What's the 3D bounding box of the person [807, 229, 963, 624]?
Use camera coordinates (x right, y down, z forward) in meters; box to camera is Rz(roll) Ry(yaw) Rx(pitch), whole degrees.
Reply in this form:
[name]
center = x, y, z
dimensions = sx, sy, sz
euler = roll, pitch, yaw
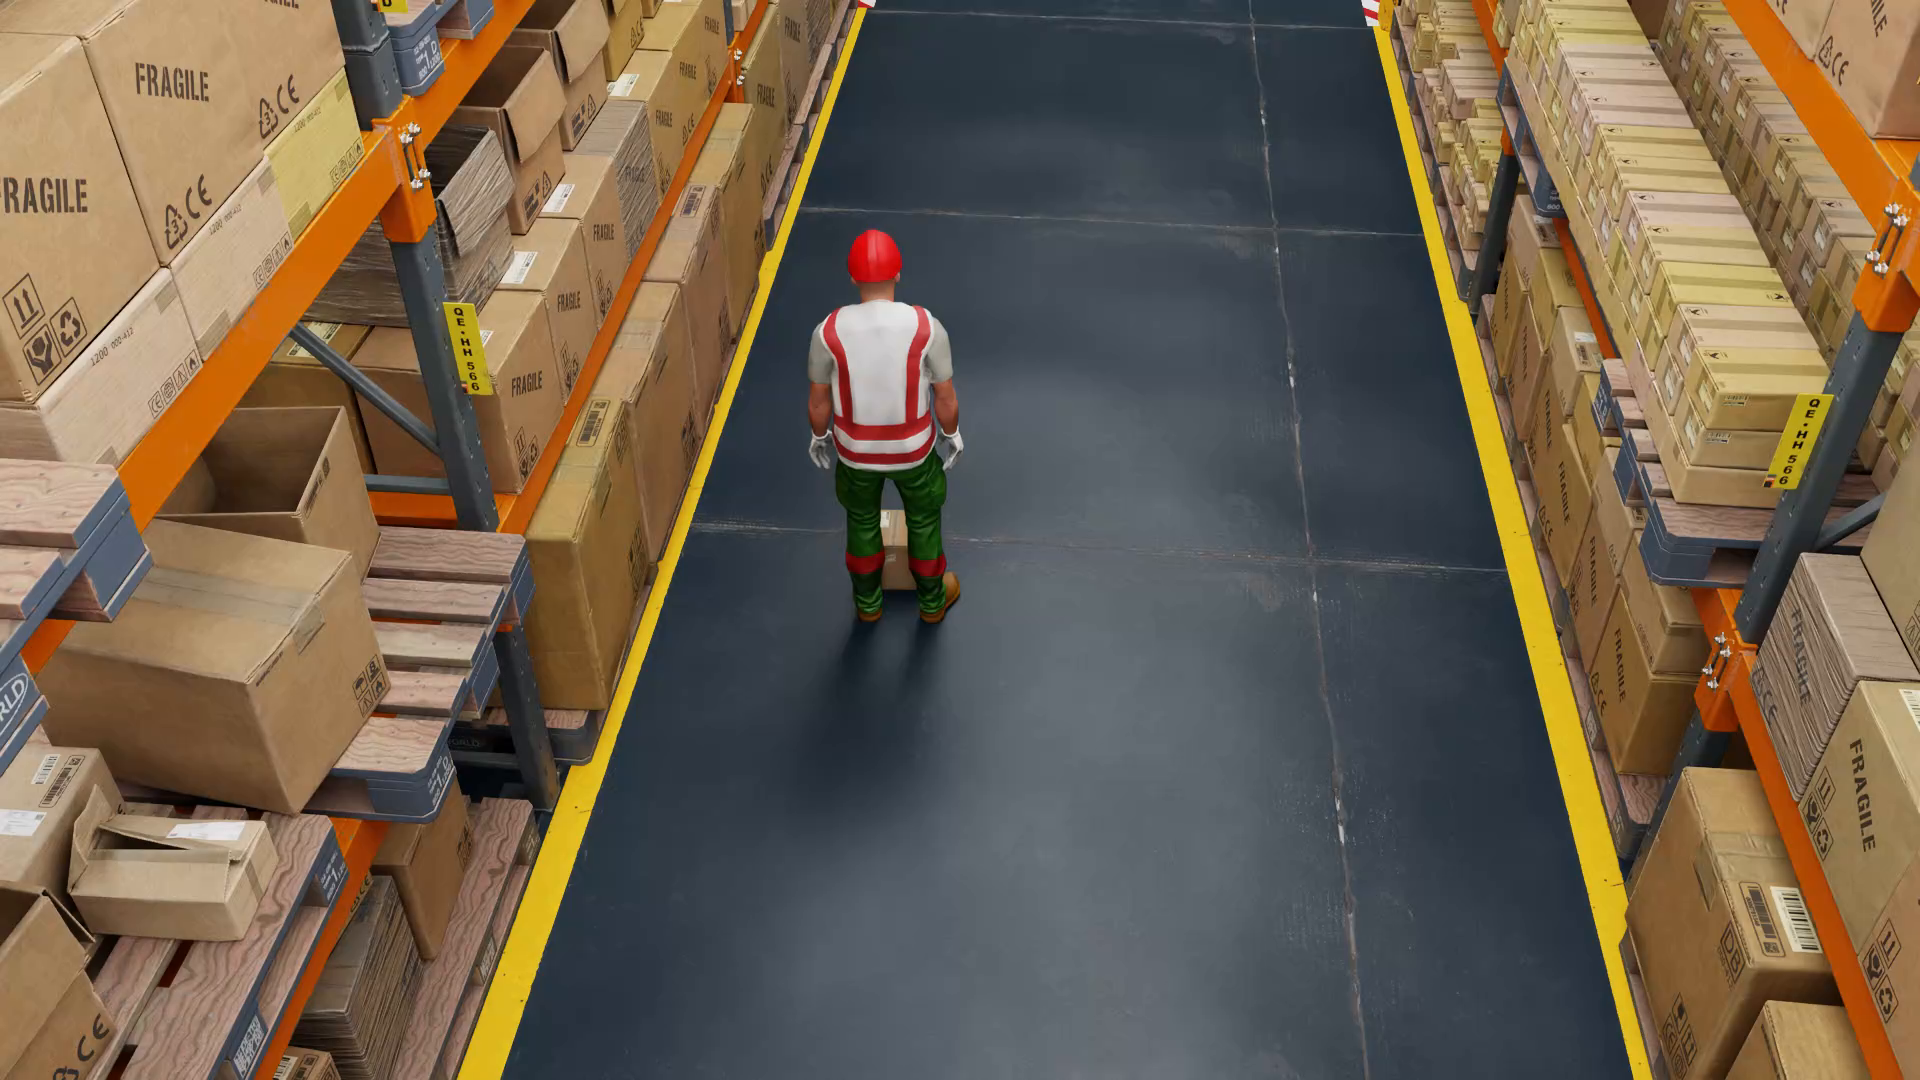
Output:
[person]
center = -0.296, -0.402, 6.629
dimensions = 0.619, 1.779, 0.449
euler = 1, 40, 1
